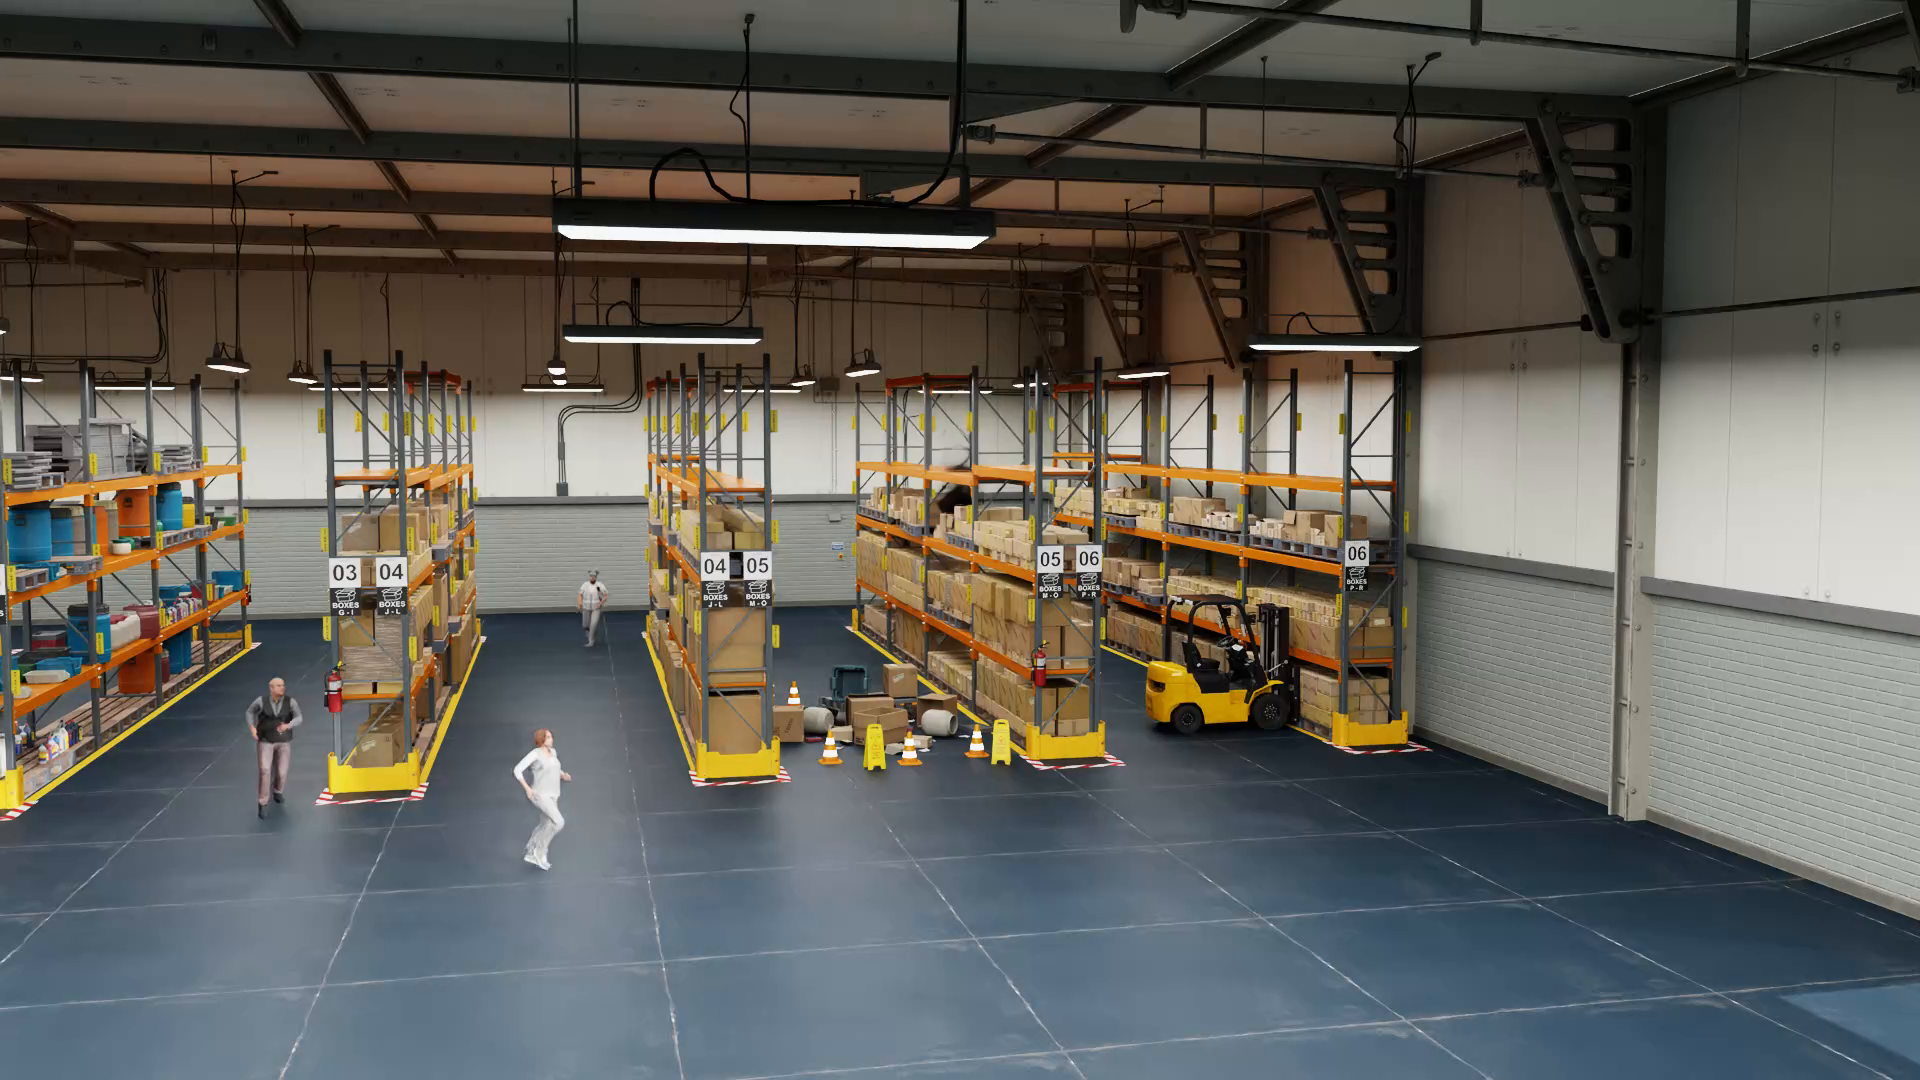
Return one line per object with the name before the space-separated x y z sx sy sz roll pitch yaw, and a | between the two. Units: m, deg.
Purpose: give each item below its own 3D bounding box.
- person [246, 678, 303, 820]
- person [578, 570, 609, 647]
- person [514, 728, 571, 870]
person | -8.838 2.648 21.509 0.657 1.738 0.927 -2 5 -32
person | -8.311 1.532 37.676 0.679 1.739 0.572 0 4 -3
person | -4.654 2.901 18.684 0.657 1.587 0.508 1 4 18
